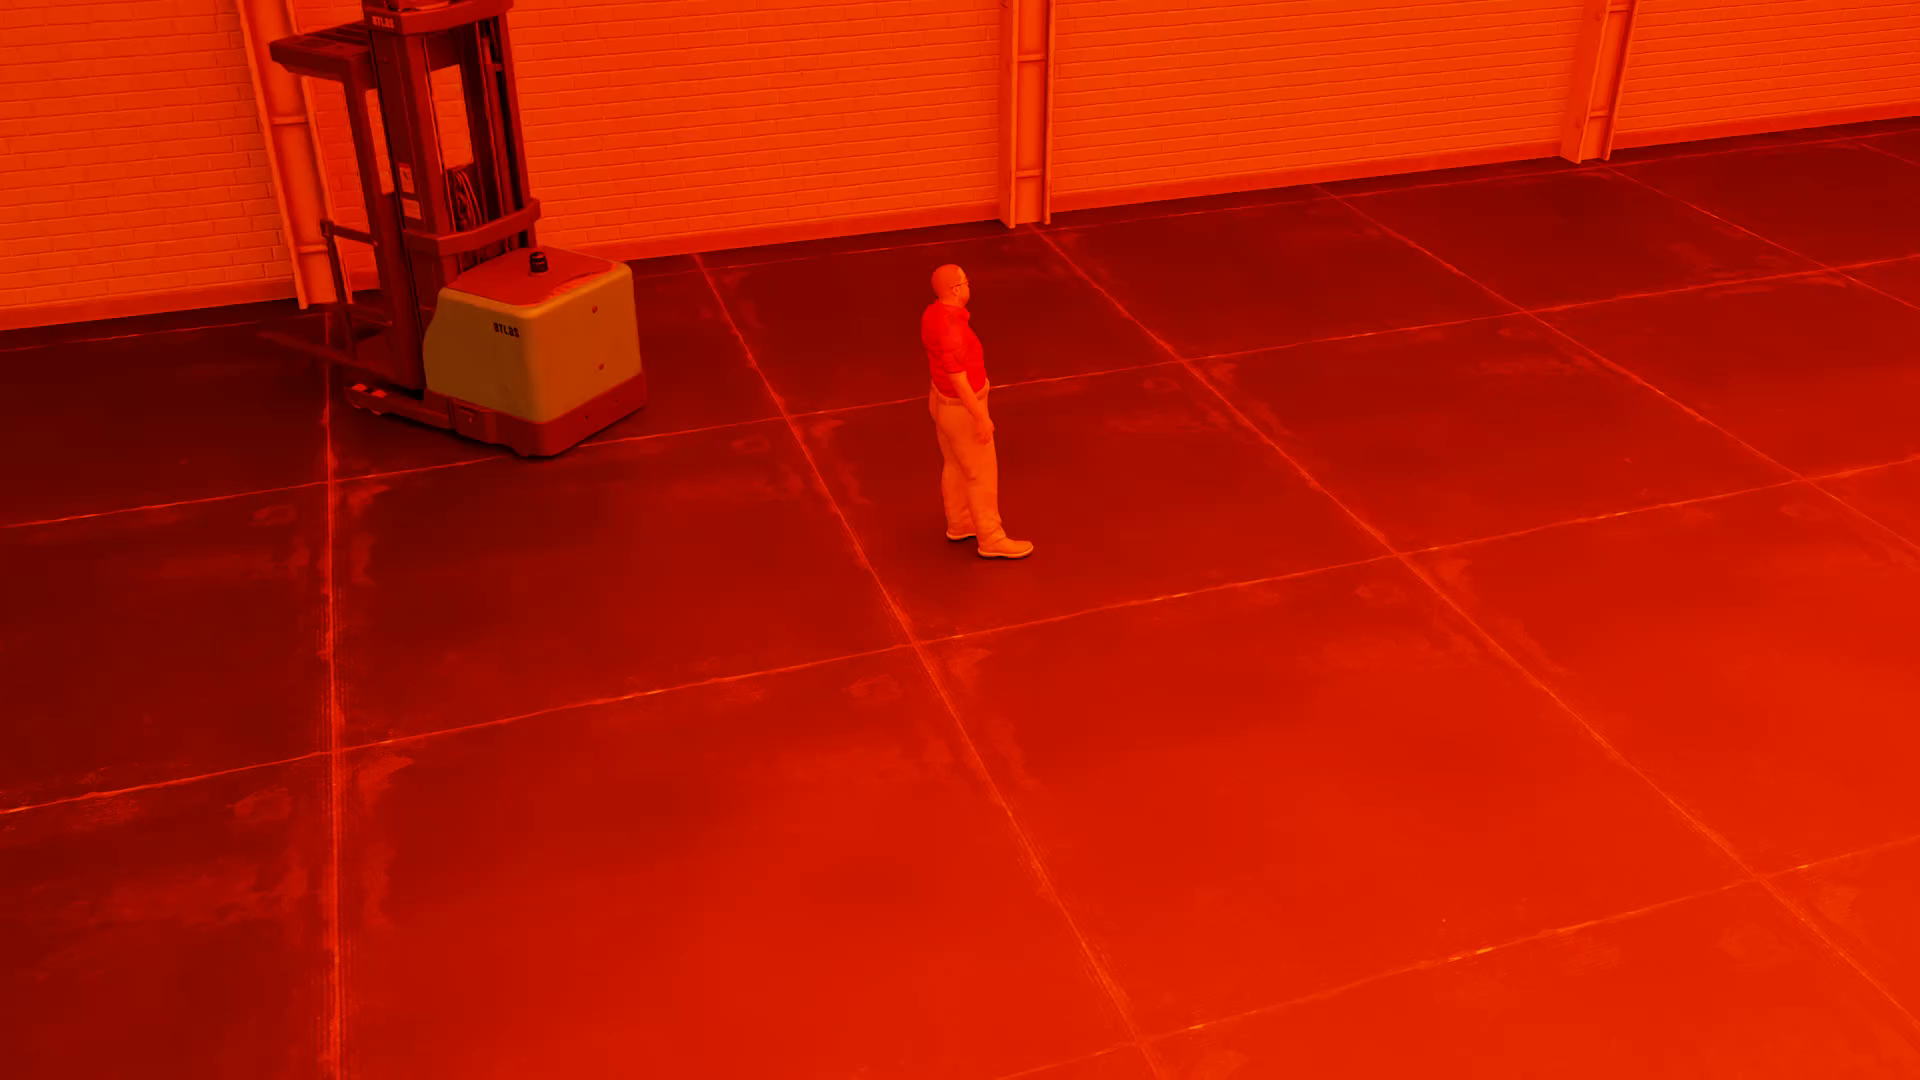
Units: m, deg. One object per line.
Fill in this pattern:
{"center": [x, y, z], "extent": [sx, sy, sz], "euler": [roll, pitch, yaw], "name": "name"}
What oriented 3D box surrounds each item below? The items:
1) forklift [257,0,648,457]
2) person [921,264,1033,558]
{"center": [-3.699, -2.347, 11.166], "extent": [3.031, 2.935, 1.130], "euler": [17, 34, 26], "name": "forklift"}
{"center": [0.089, -0.765, 9.606], "extent": [0.550, 1.727, 0.641], "euler": [-10, 31, -16], "name": "person"}
